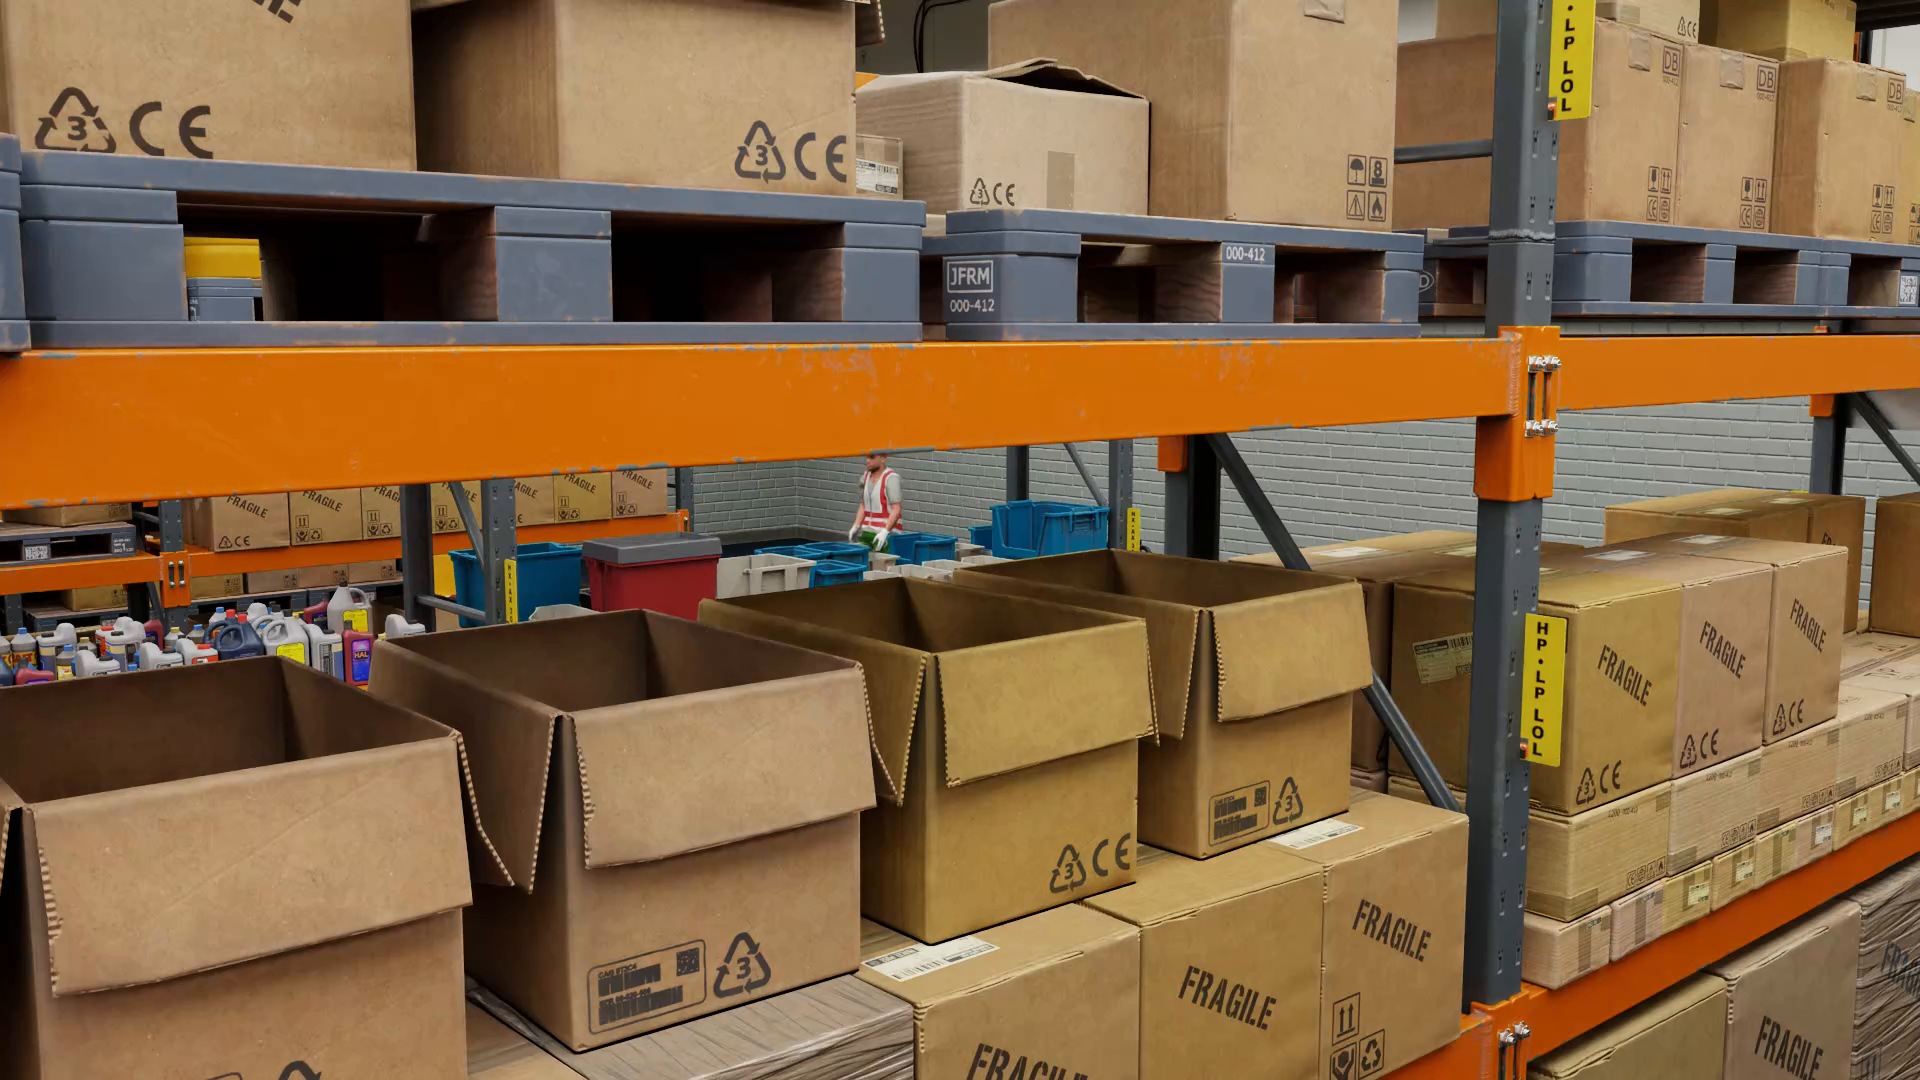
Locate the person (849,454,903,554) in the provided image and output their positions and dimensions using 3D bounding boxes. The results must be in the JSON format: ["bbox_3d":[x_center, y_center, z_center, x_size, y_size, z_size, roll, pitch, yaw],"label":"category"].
[{"bbox_3d":[-0.761,-0.040,15.497,0.414,1.788,0.544,-7,10,-42],"label":"person"}]
